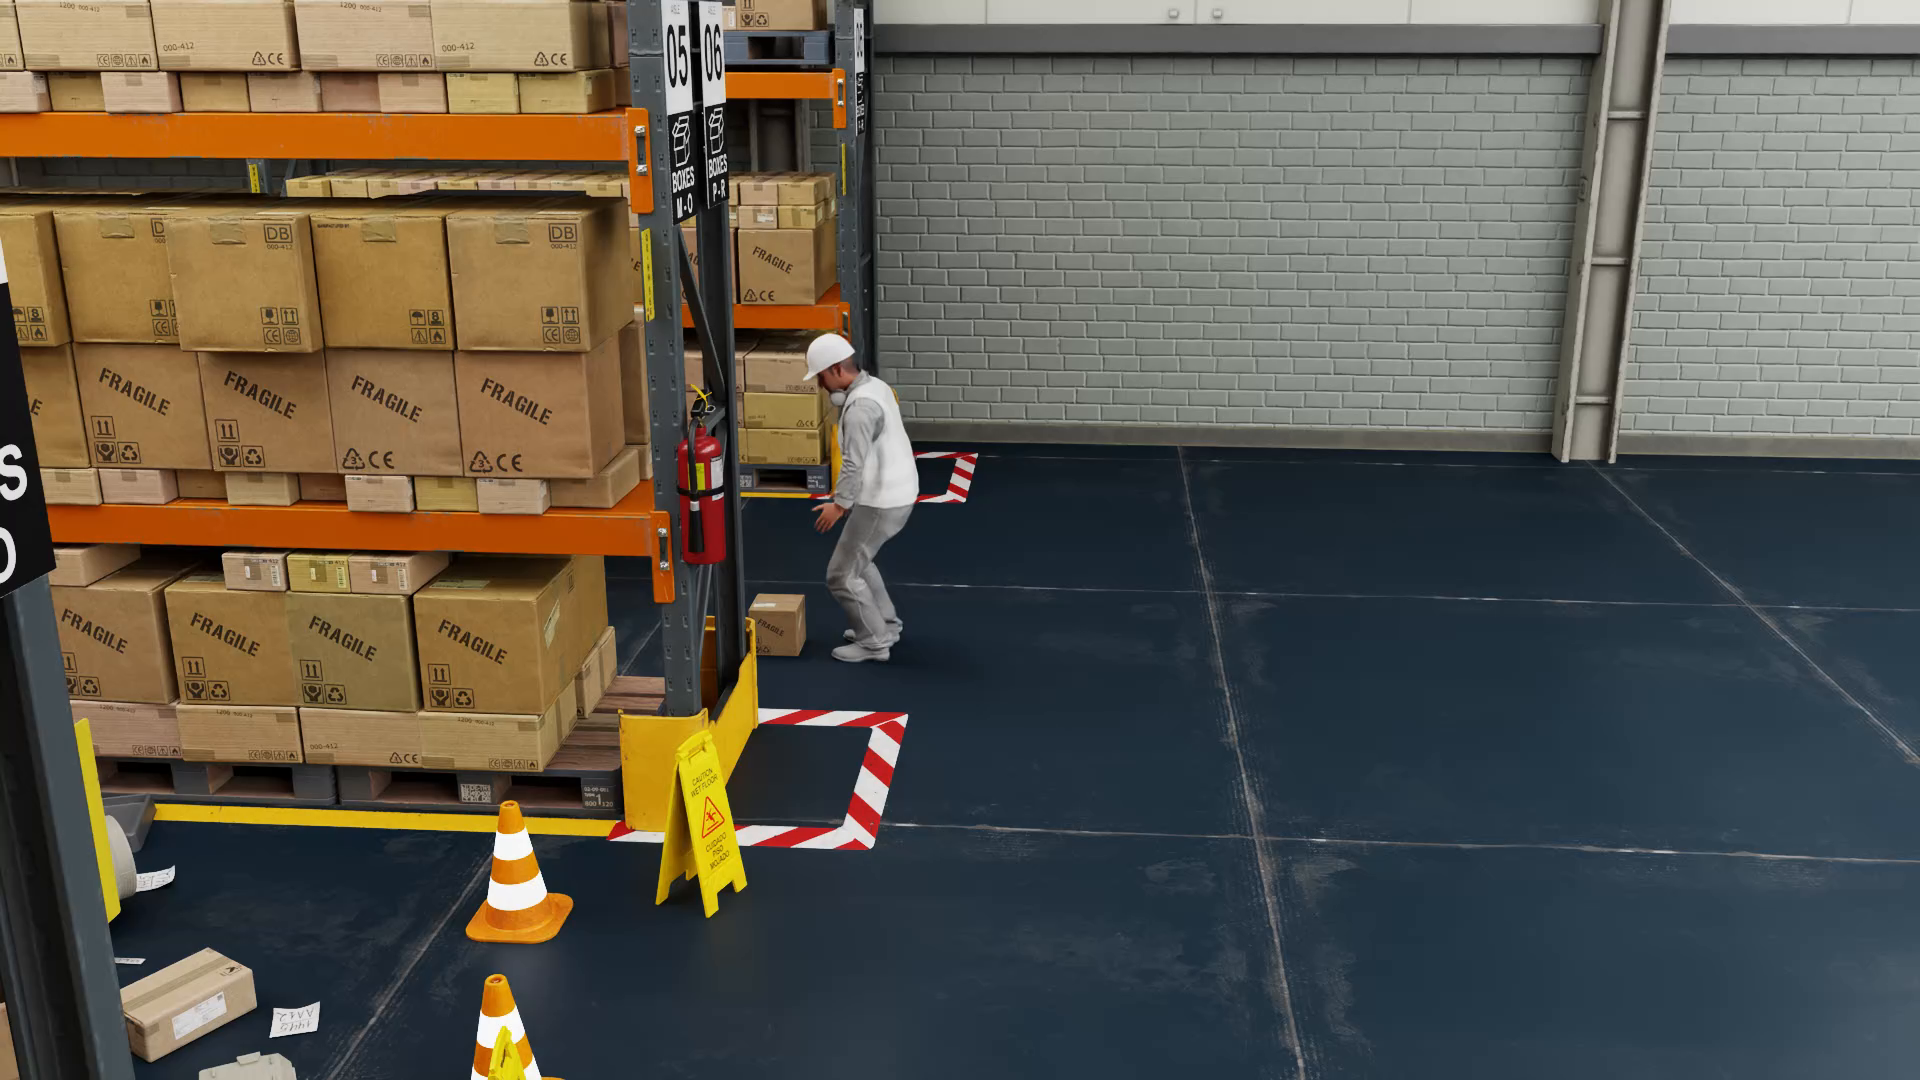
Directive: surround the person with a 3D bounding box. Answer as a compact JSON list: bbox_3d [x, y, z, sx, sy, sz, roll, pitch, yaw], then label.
[{"bbox_3d":[-0.493,-0.211,8.376,0.559,1.665,0.574,2,17,5],"label":"person"}]
